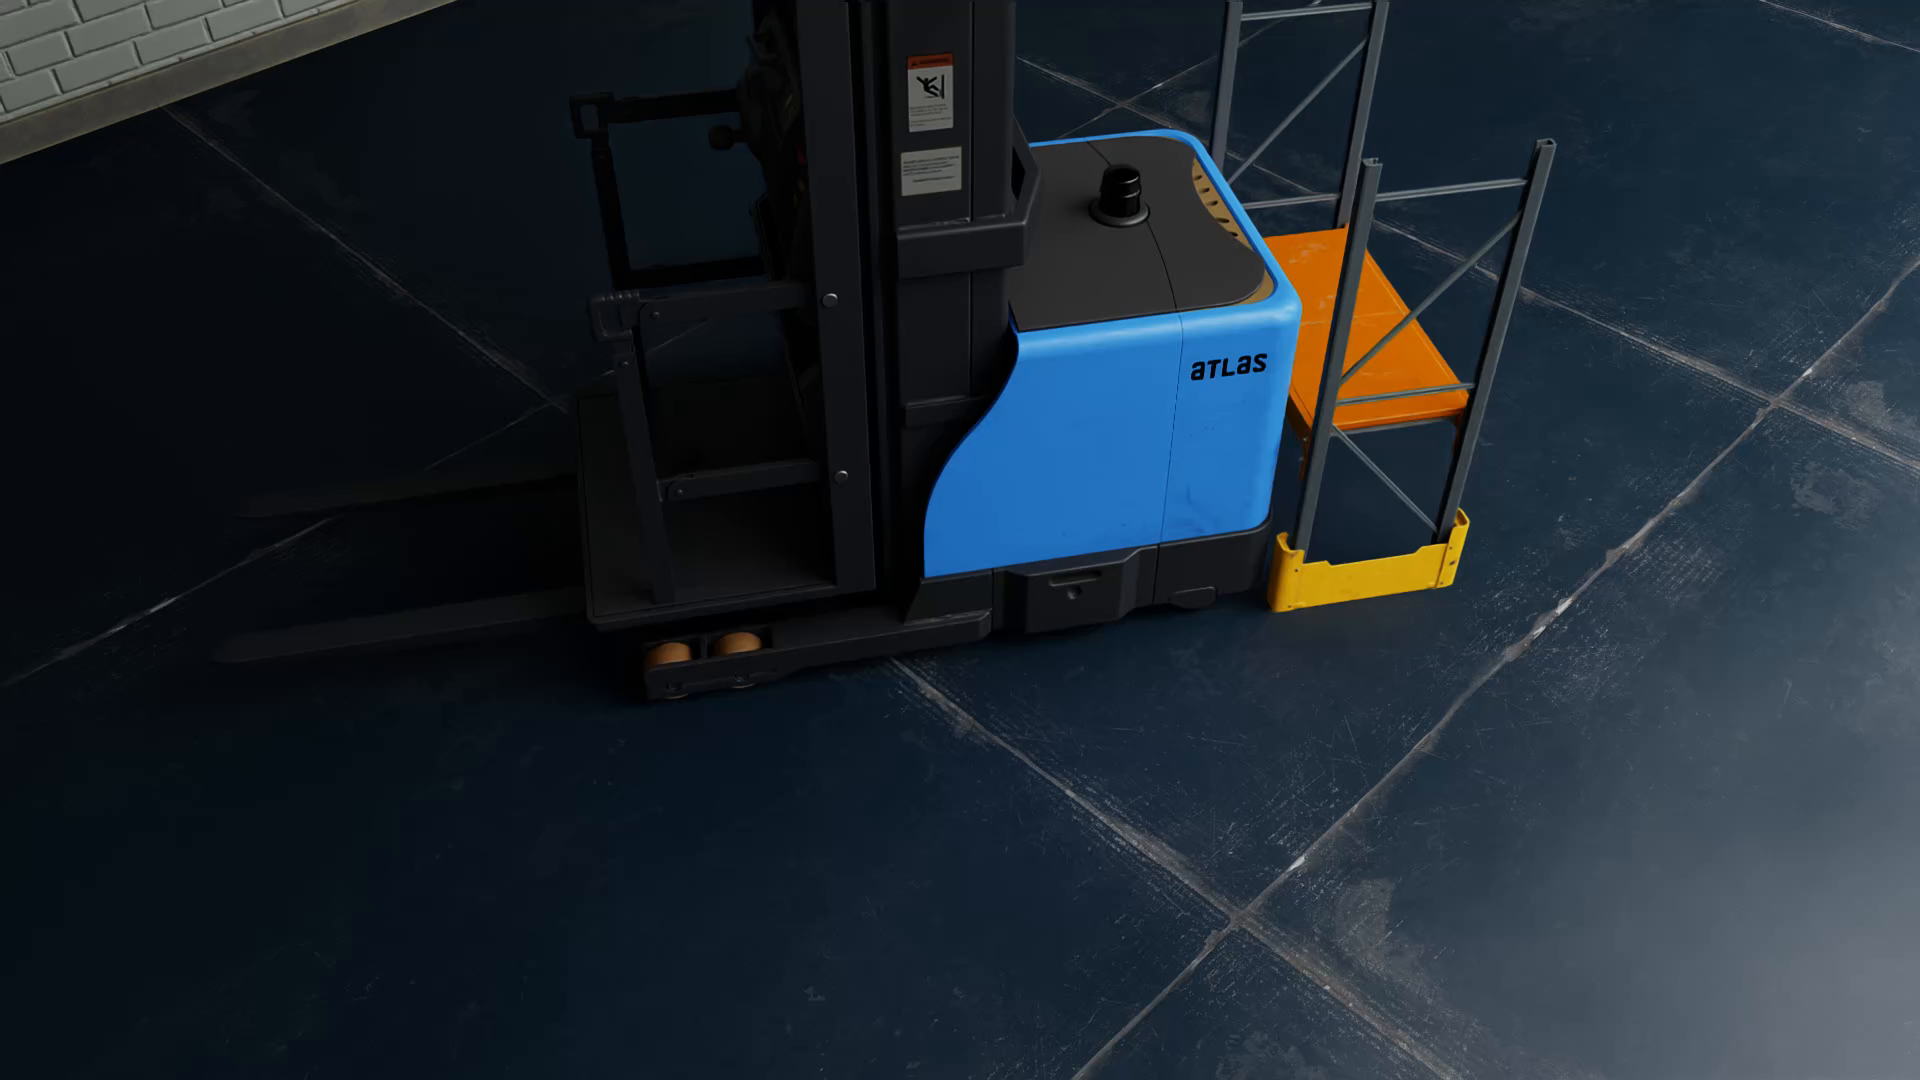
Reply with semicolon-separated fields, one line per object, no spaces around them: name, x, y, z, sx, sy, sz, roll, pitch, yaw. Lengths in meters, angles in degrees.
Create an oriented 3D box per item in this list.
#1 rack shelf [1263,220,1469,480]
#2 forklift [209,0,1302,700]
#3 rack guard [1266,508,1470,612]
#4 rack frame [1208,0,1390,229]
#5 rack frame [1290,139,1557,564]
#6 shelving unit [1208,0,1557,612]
rack shelf;1.119;-0.604;5.064;0.538;0.185;1.000;-8;43;-9
forklift;-0.651;-1.015;4.189;3.031;2.935;1.130;-8;43;-9
rack guard;1.222;0.060;5.001;0.587;0.250;0.087;-8;43;-9
rack frame;1.015;-1.074;5.307;0.500;1.500;0.032;-8;43;-9
rack frame;1.223;-0.398;4.576;0.500;1.500;0.032;-8;43;-9
shelving unit;1.121;-0.730;4.935;0.587;1.500;1.083;-8;43;-9
